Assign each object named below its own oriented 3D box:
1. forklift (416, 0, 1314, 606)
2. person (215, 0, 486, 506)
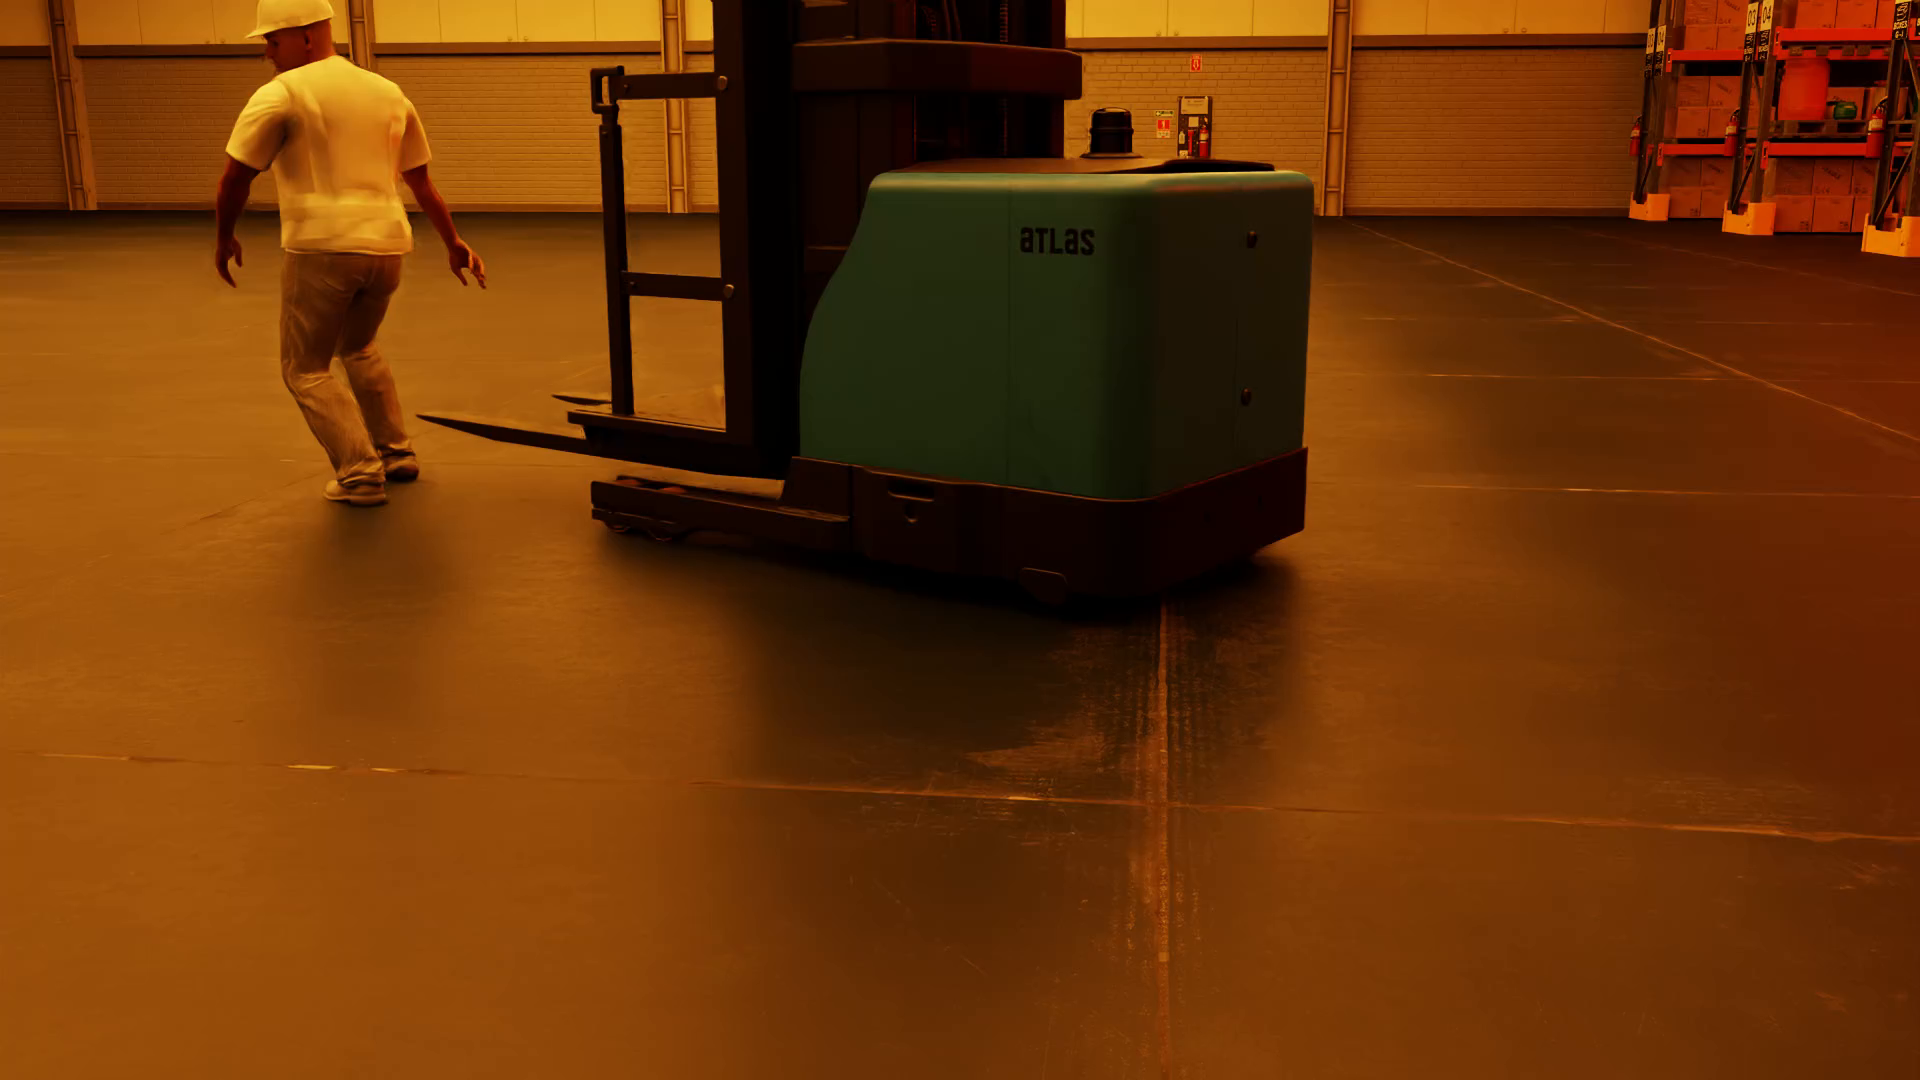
[{"bbox_3d":[-0.501,-1.508,4.958,3.031,2.935,1.130,10,16,35],"label":"forklift"},{"bbox_3d":[-2.029,-0.940,5.576,0.610,1.763,0.805,8,16,32],"label":"person"}]
